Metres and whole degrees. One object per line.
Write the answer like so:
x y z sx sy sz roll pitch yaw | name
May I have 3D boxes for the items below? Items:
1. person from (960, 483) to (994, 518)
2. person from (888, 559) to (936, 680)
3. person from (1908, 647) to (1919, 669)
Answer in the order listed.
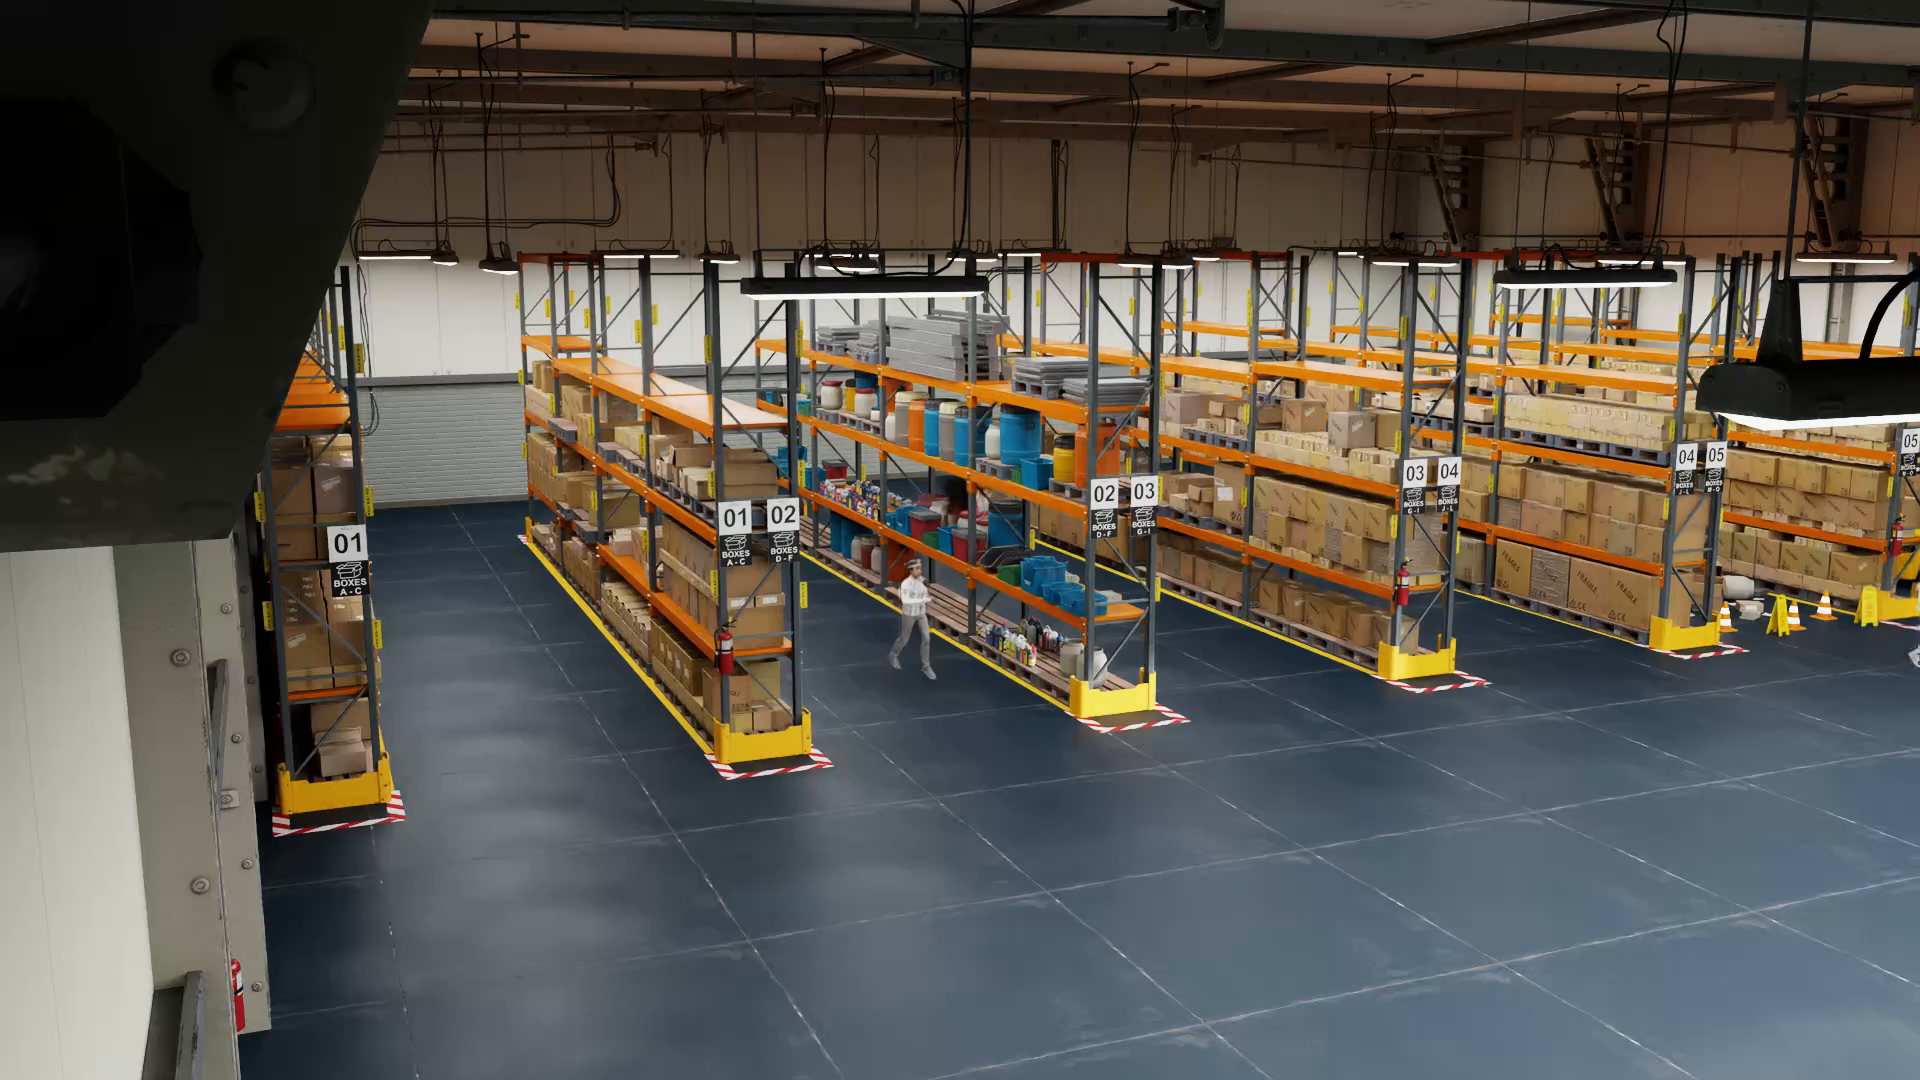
0.403 -0.360 31.420 0.633 1.750 0.675 -7 13 -35 | person
-0.687 1.094 23.852 0.589 1.720 0.883 -10 14 -44 | person
14.323 1.153 24.328 0.572 1.682 0.792 8 13 39 | person
